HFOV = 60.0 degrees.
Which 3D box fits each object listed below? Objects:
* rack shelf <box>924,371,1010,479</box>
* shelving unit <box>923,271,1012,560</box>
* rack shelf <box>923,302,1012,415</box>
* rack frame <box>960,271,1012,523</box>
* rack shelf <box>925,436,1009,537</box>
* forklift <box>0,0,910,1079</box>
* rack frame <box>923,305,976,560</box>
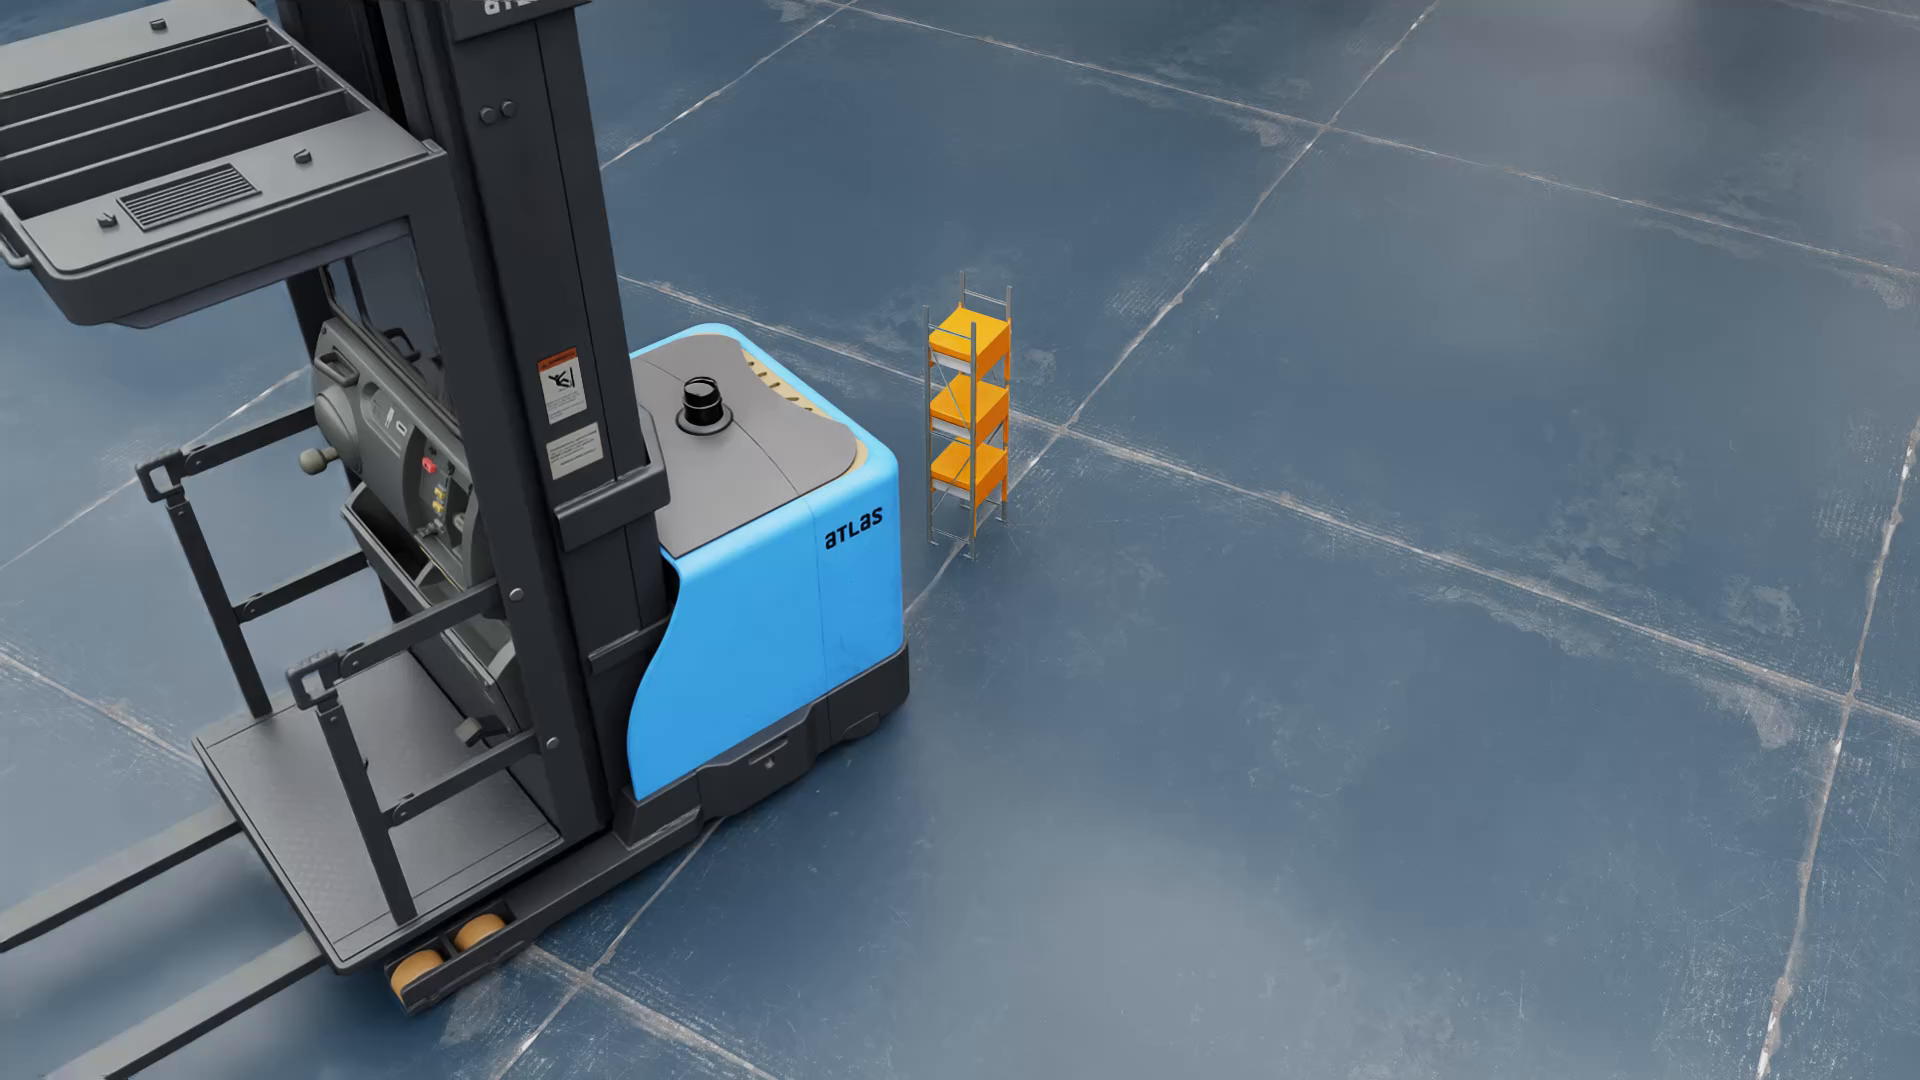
[{"bbox_3d":[0.027,-0.417,5.945,0.215,0.259,0.240,21,45,22],"label":"rack shelf"},{"bbox_3d":[0.027,-0.425,5.938,0.215,1.050,0.252,21,45,22],"label":"shelving unit"},{"bbox_3d":[0.027,-0.630,5.757,0.215,0.259,0.240,21,45,22],"label":"rack shelf"},{"bbox_3d":[0.088,-0.494,6.017,0.200,1.050,0.008,21,45,22],"label":"rack frame"},{"bbox_3d":[0.027,-0.208,6.128,0.215,0.259,0.240,21,45,22],"label":"rack shelf"},{"bbox_3d":[-1.625,-0.164,4.218,3.031,2.935,1.130,-29,49,-29],"label":"forklift"},{"bbox_3d":[-0.034,-0.355,5.859,0.200,1.050,0.008,21,45,22],"label":"rack frame"}]
